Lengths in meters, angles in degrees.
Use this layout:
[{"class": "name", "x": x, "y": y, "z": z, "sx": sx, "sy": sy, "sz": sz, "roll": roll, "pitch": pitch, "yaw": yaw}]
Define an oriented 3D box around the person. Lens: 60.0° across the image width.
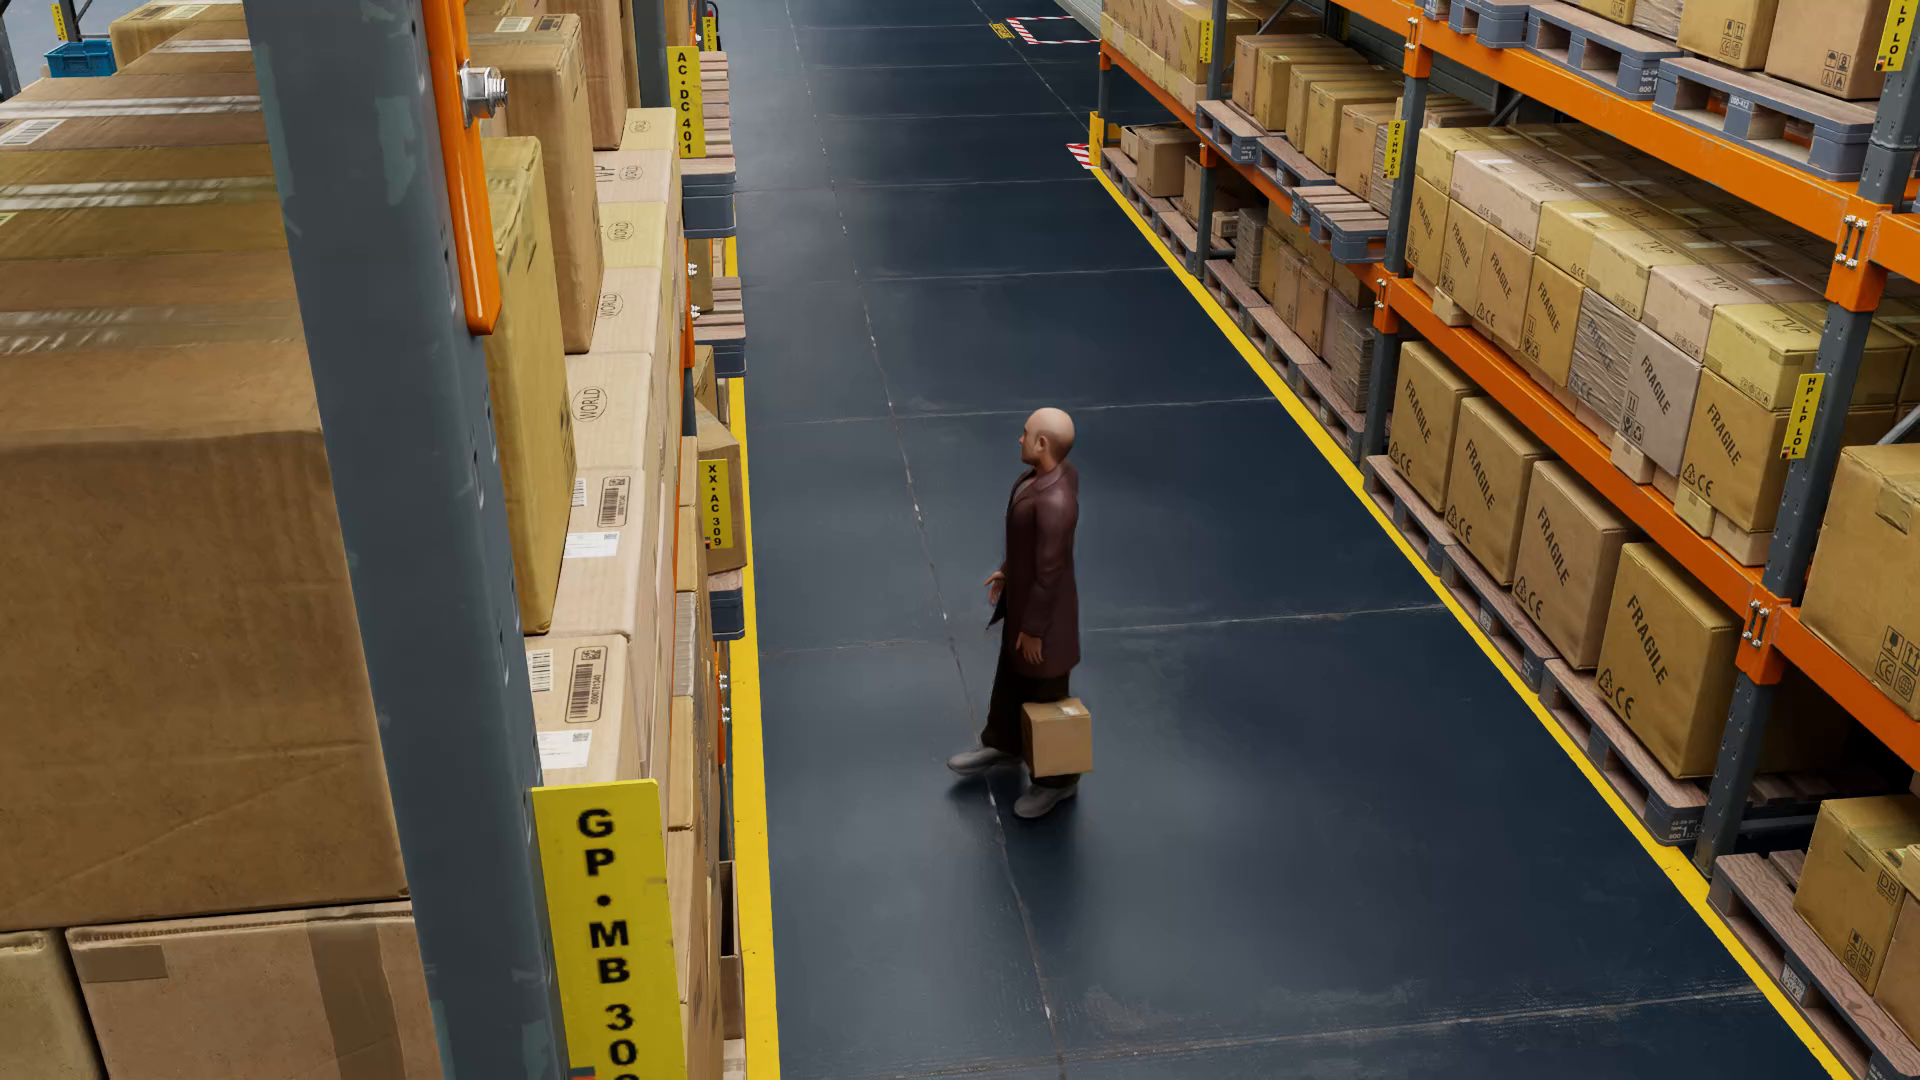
[{"class": "person", "x": 0.236, "y": 0.289, "z": 7.003, "sx": 0.587, "sy": 1.783, "sz": 0.608, "roll": 0, "pitch": 27, "yaw": 0}]
